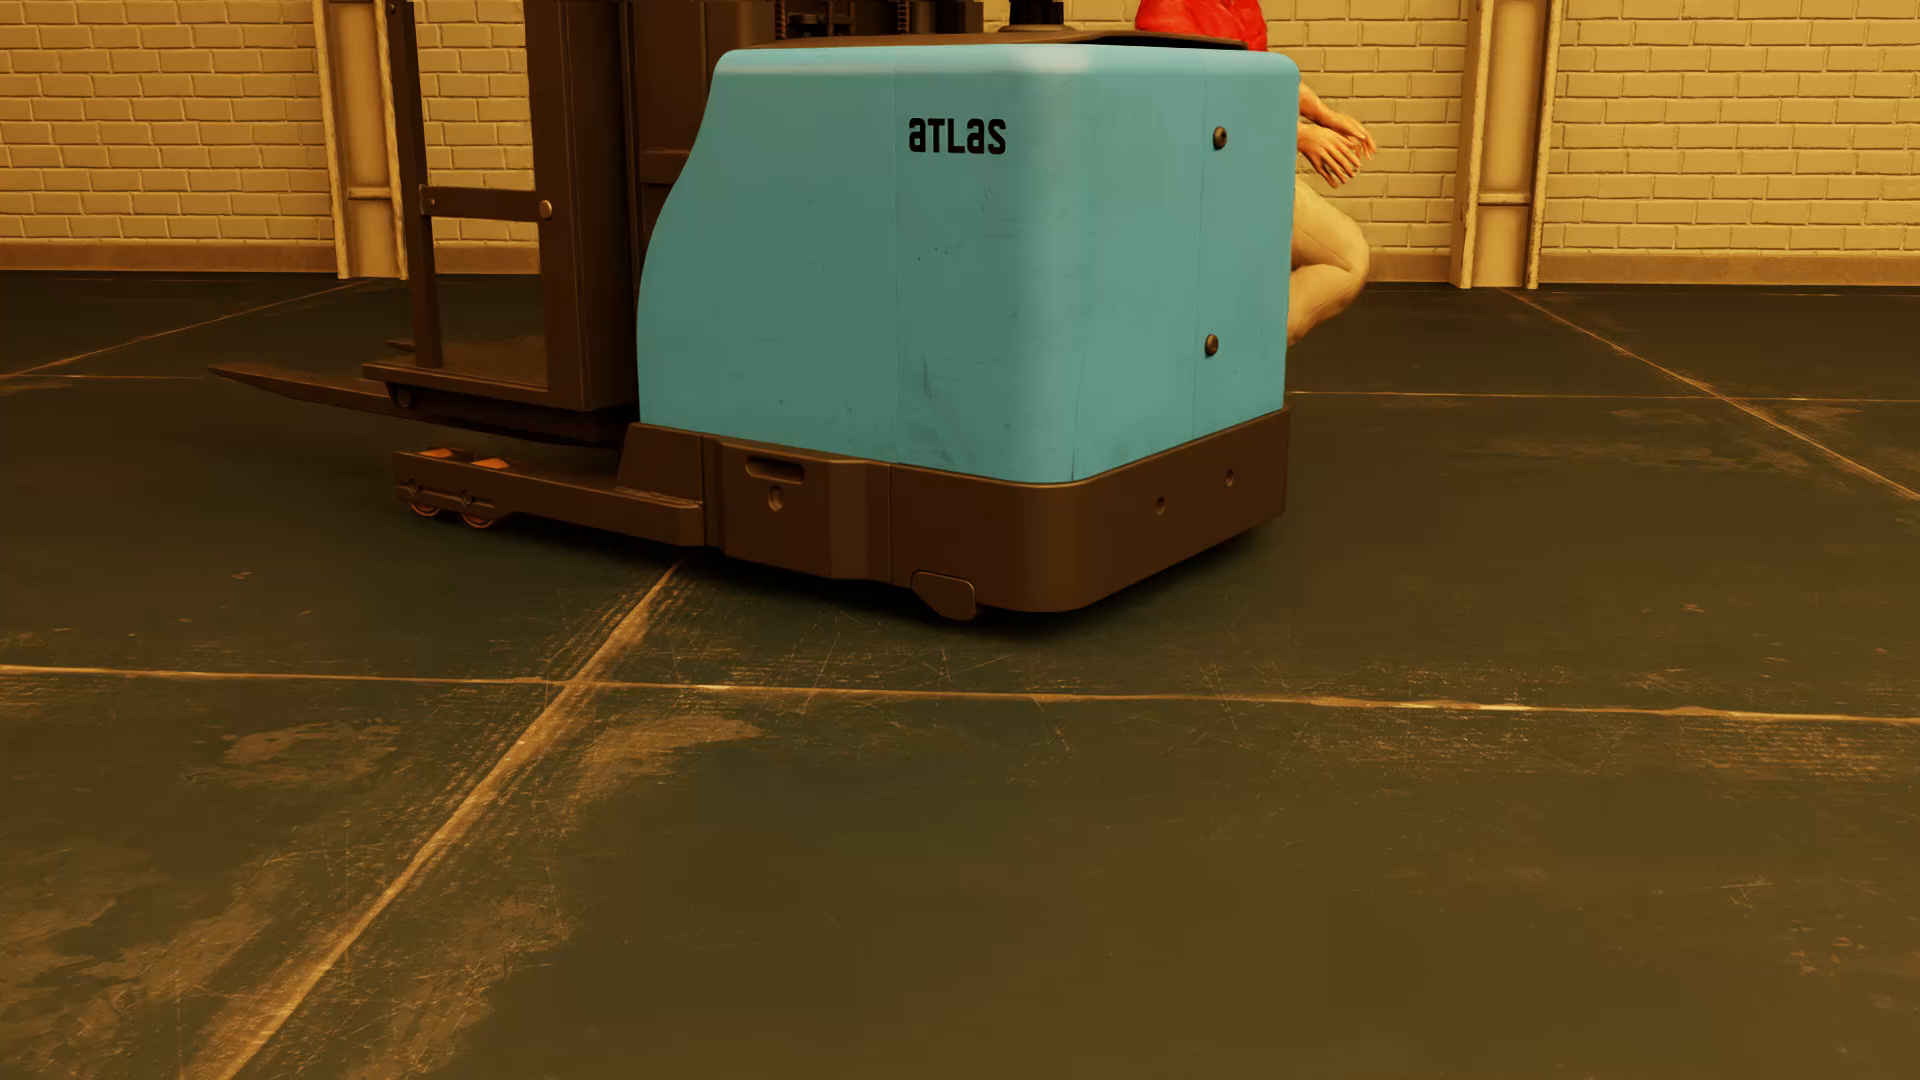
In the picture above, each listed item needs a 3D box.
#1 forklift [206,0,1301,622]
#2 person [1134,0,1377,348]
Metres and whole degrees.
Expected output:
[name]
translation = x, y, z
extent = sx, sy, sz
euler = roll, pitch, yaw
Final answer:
[forklift]
translation = -0.755, -1.541, 3.897
extent = 3.031, 2.935, 1.130
euler = 11, 18, 34
[person]
translation = 0.829, -0.979, 4.406
extent = 0.714, 1.535, 0.830
euler = 10, 18, 33
